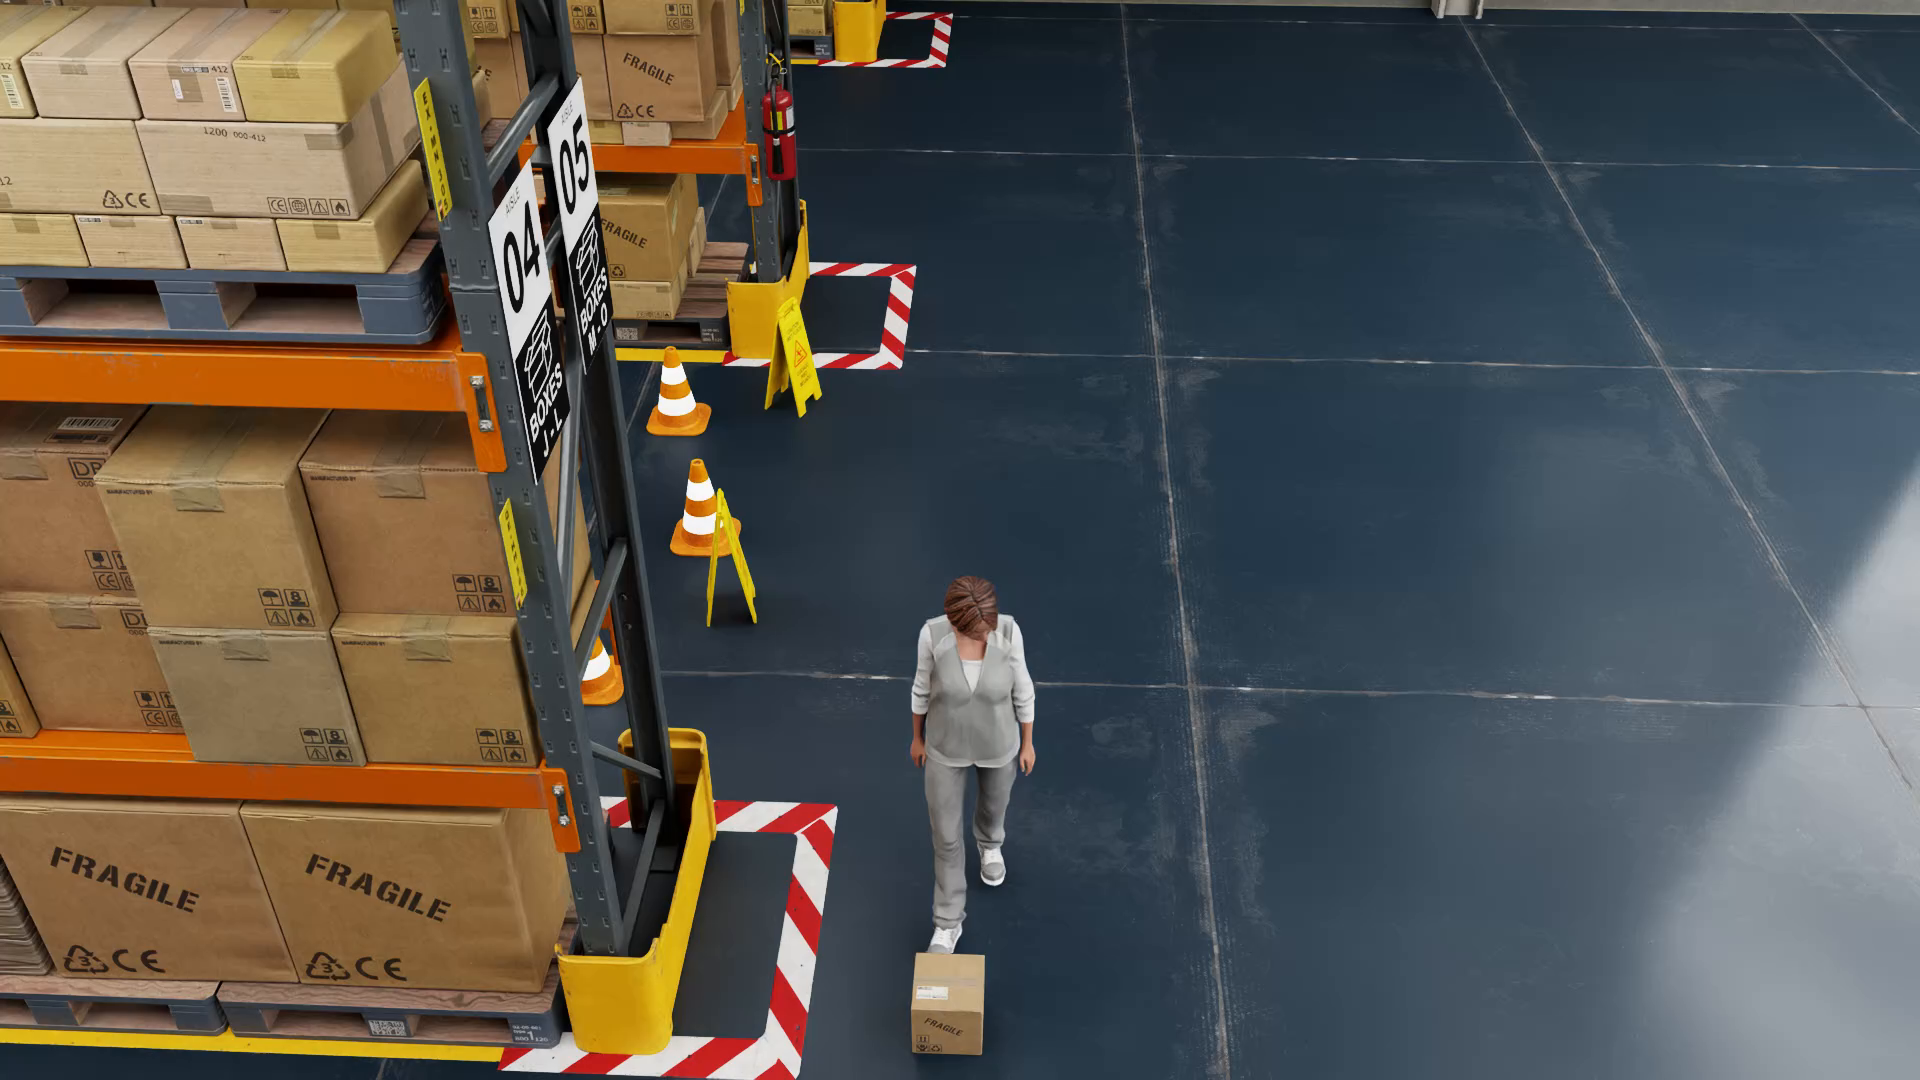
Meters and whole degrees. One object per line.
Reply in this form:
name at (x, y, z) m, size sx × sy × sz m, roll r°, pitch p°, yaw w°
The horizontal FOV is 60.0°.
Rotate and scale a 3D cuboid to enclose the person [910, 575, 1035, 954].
person at (0.051, 0.789, 6.024) m, size 0.457 × 1.566 × 0.699 m, roll -2°, pitch 36°, yaw -2°
